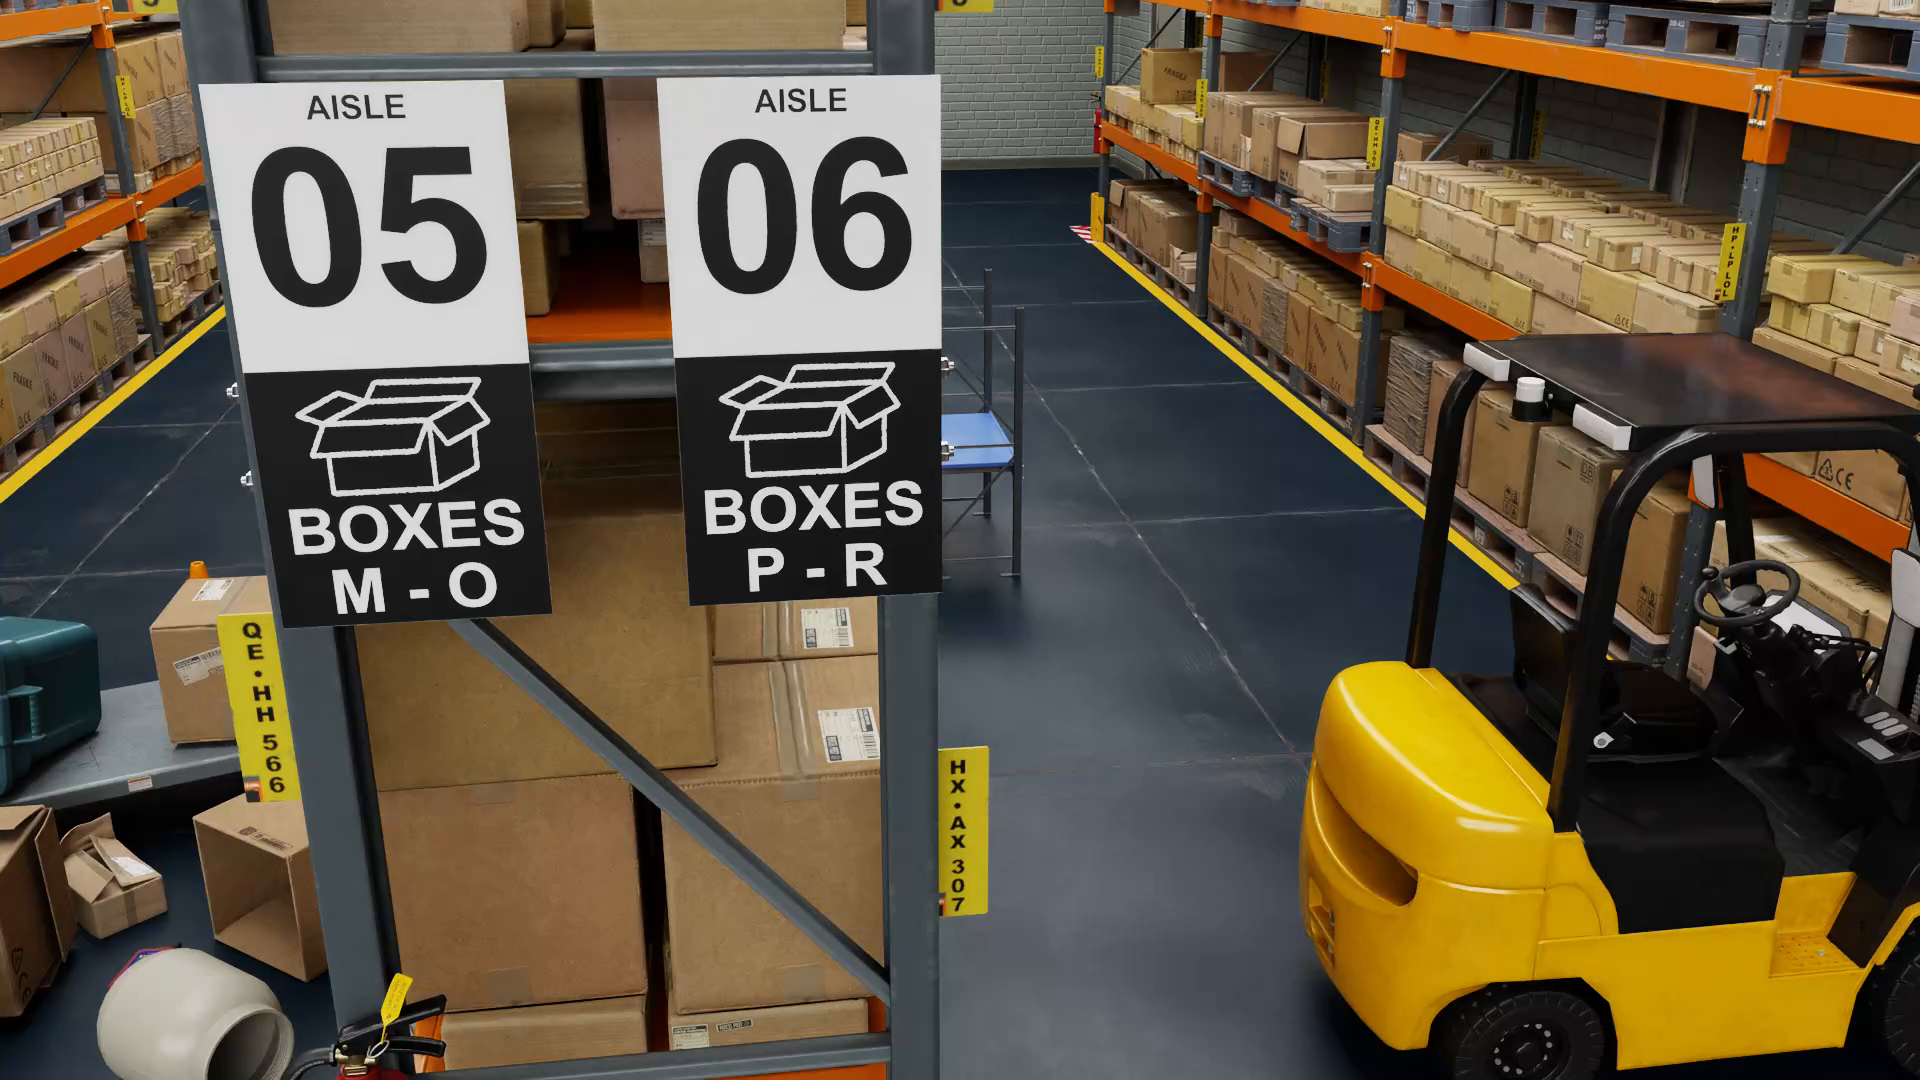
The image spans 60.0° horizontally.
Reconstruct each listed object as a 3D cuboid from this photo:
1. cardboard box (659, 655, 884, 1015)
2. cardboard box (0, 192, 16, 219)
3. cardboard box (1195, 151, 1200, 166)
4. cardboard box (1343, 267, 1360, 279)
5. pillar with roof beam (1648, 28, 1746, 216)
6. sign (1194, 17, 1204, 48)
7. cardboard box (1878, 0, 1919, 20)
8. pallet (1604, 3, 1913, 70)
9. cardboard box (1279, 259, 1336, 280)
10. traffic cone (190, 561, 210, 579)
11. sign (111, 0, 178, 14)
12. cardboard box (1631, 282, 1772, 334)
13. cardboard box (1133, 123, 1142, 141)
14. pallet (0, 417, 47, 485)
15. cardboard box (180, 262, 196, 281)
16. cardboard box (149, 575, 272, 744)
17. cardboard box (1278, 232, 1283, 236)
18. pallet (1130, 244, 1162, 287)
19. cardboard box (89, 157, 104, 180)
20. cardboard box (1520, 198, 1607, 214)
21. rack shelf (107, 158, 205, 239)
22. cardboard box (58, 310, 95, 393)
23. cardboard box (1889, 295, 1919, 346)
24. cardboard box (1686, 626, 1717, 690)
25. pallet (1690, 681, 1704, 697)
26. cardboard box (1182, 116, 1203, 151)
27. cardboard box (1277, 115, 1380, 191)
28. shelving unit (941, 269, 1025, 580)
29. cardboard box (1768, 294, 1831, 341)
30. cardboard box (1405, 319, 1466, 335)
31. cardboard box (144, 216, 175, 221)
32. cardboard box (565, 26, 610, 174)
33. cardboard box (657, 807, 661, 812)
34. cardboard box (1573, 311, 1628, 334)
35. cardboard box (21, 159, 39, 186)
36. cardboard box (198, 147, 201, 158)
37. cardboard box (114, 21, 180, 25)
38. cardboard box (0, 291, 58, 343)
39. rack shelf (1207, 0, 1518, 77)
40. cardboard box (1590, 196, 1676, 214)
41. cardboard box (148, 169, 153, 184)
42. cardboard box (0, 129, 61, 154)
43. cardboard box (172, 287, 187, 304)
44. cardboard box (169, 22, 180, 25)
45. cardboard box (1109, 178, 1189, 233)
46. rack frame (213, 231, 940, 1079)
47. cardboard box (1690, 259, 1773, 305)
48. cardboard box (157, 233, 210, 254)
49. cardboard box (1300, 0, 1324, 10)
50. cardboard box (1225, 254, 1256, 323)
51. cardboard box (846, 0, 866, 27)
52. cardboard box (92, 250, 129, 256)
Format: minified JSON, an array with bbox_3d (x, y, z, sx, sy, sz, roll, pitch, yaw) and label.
[{"bbox_3d":[-0.332,0.571,3.332,0.500,0.500,0.500,-3,21,-9],"label":"cardboard box"},{"bbox_3d":[-6.633,-2.253,11.220,0.380,0.149,0.250,-3,21,-7],"label":"cardboard box"},{"bbox_3d":[2.347,-3.451,15.028,0.380,0.149,0.250,-3,21,-7],"label":"cardboard box"},{"bbox_3d":[3.214,-2.057,12.982,0.380,0.149,0.250,-3,21,-7],"label":"cardboard box"},{"bbox_3d":[0.039,-4.274,8.297,9.100,9.000,0.400,-3,21,-8],"label":"pillar with roof beam"},{"bbox_3d":[2.618,-5.568,18.229,0.100,0.325,0.005,-3,21,-8],"label":"sign"},{"bbox_3d":[3.675,-2.008,5.903,0.500,0.311,0.500,-2,21,-7],"label":"cardboard box"},{"bbox_3d":[3.656,-2.322,7.631,0.805,0.209,1.217,-4,21,-10],"label":"pallet"},{"bbox_3d":[2.749,-2.122,13.157,0.380,0.149,0.250,-3,21,-8],"label":"cardboard box"},{"bbox_3d":[-3.711,0.330,8.171,0.336,0.463,0.334,-3,21,-8],"label":"traffic cone"},{"bbox_3d":[-1.091,-0.864,2.189,0.100,0.325,0.005,-3,21,-8],"label":"sign"},{"bbox_3d":[3.472,-1.022,7.666,0.500,0.250,0.500,-3,21,-9],"label":"cardboard box"},{"bbox_3d":[1.979,-4.162,16.932,0.380,0.149,0.250,-4,21,-9],"label":"cardboard box"},{"bbox_3d":[-6.687,-0.514,10.792,1.003,0.211,1.213,-3,21,-8],"label":"pallet"},{"bbox_3d":[-7.136,-2.433,14.992,0.380,0.149,0.250,-2,21,-5],"label":"cardboard box"},{"bbox_3d":[-2.872,0.467,6.670,0.500,0.500,0.500,-3,21,-8],"label":"cardboard box"},{"bbox_3d":[2.981,-2.688,14.671,0.380,0.149,0.250,-4,21,-10],"label":"cardboard box"},{"bbox_3d":[2.366,-2.826,16.981,1.003,0.211,1.213,-3,21,-8],"label":"pallet"},{"bbox_3d":[-6.899,-2.886,12.916,0.380,0.149,0.250,-3,21,-9],"label":"cardboard box"},{"bbox_3d":[3.304,-1.780,9.126,0.380,0.149,0.250,-3,21,-8],"label":"cardboard box"},{"bbox_3d":[-7.440,-3.290,15.267,1.077,0.370,4.000,-3,21,-8],"label":"rack shelf"},{"bbox_3d":[-6.653,-1.362,12.047,0.500,0.500,0.500,-3,21,-9],"label":"cardboard box"},{"bbox_3d":[3.657,-0.798,6.070,0.380,0.149,0.250,-2,21,-7],"label":"cardboard box"},{"bbox_3d":[3.538,0.574,7.221,0.500,0.250,0.500,-3,21,-7],"label":"cardboard box"},{"bbox_3d":[3.869,0.882,7.052,1.003,0.211,1.213,-3,21,-8],"label":"pallet"},{"bbox_3d":[2.328,-3.704,15.136,0.500,0.250,0.500,-2,21,-6],"label":"cardboard box"},{"bbox_3d":[2.801,-2.887,12.412,0.797,0.503,0.637,-3,21,-9],"label":"cardboard box"},{"bbox_3d":[0.012,-0.673,9.375,0.538,1.500,1.048,-3,21,-8],"label":"shelving unit"},{"bbox_3d":[3.582,-0.928,6.845,0.380,0.149,0.250,-3,21,-9],"label":"cardboard box"},{"bbox_3d":[3.436,-1.272,11.807,0.500,0.500,0.500,-2,21,-6],"label":"cardboard box"},{"bbox_3d":[-7.921,-3.078,16.295,0.380,0.149,0.250,-3,21,-8],"label":"cardboard box"},{"bbox_3d":[-0.937,-0.878,3.281,0.500,0.250,0.500,-3,21,-8],"label":"cardboard box"},{"bbox_3d":[-0.931,0.579,4.238,0.380,0.149,0.250,-3,21,-7],"label":"cardboard box"},{"bbox_3d":[3.387,-0.966,8.230,0.500,0.250,0.500,-3,21,-8],"label":"cardboard box"},{"bbox_3d":[-6.706,-2.569,11.642,0.380,0.149,0.250,-3,21,-8],"label":"cardboard box"},{"bbox_3d":[-7.303,-3.653,15.569,0.380,0.149,0.250,-4,21,-10],"label":"cardboard box"},{"bbox_3d":[-7.927,-4.806,16.299,0.500,0.500,0.500,-3,21,-8],"label":"cardboard box"},{"bbox_3d":[-6.567,-1.526,11.414,0.500,0.250,0.500,-3,21,-7],"label":"cardboard box"},{"bbox_3d":[2.931,-3.847,12.470,1.077,0.370,4.000,-3,21,-8],"label":"rack shelf"},{"bbox_3d":[3.707,-1.804,9.189,0.380,0.149,0.250,-2,21,-6],"label":"cardboard box"},{"bbox_3d":[-6.980,-3.018,13.867,0.380,0.149,0.250,-2,21,-6],"label":"cardboard box"},{"bbox_3d":[-6.788,-2.890,12.076,0.380,0.149,0.250,-3,21,-8],"label":"cardboard box"},{"bbox_3d":[-7.012,-2.114,14.564,0.380,0.149,0.250,-3,21,-8],"label":"cardboard box"},{"bbox_3d":[-7.417,-4.829,16.360,0.500,0.500,0.500,-3,21,-9],"label":"cardboard box"},{"bbox_3d":[2.061,-3.667,18.215,0.797,0.503,0.637,-4,21,-10],"label":"cardboard box"},{"bbox_3d":[-0.538,0.935,2.925,1.000,3.000,0.127,-3,21,-8],"label":"rack frame"},{"bbox_3d":[3.527,-1.159,7.463,0.380,0.149,0.250,-2,21,-6],"label":"cardboard box"},{"bbox_3d":[-7.197,-2.747,15.408,0.380,0.149,0.250,-3,21,-7],"label":"cardboard box"},{"bbox_3d":[2.760,-3.934,11.889,0.500,0.250,0.500,-3,21,-8],"label":"cardboard box"},{"bbox_3d":[2.577,-2.134,14.116,0.500,0.500,0.500,-3,21,-8],"label":"cardboard box"},{"bbox_3d":[-0.377,-1.126,3.376,0.380,0.149,0.250,-3,21,-8],"label":"cardboard box"},{"bbox_3d":[-7.540,-2.451,14.615,0.380,0.149,0.250,-2,21,-6],"label":"cardboard box"}]
